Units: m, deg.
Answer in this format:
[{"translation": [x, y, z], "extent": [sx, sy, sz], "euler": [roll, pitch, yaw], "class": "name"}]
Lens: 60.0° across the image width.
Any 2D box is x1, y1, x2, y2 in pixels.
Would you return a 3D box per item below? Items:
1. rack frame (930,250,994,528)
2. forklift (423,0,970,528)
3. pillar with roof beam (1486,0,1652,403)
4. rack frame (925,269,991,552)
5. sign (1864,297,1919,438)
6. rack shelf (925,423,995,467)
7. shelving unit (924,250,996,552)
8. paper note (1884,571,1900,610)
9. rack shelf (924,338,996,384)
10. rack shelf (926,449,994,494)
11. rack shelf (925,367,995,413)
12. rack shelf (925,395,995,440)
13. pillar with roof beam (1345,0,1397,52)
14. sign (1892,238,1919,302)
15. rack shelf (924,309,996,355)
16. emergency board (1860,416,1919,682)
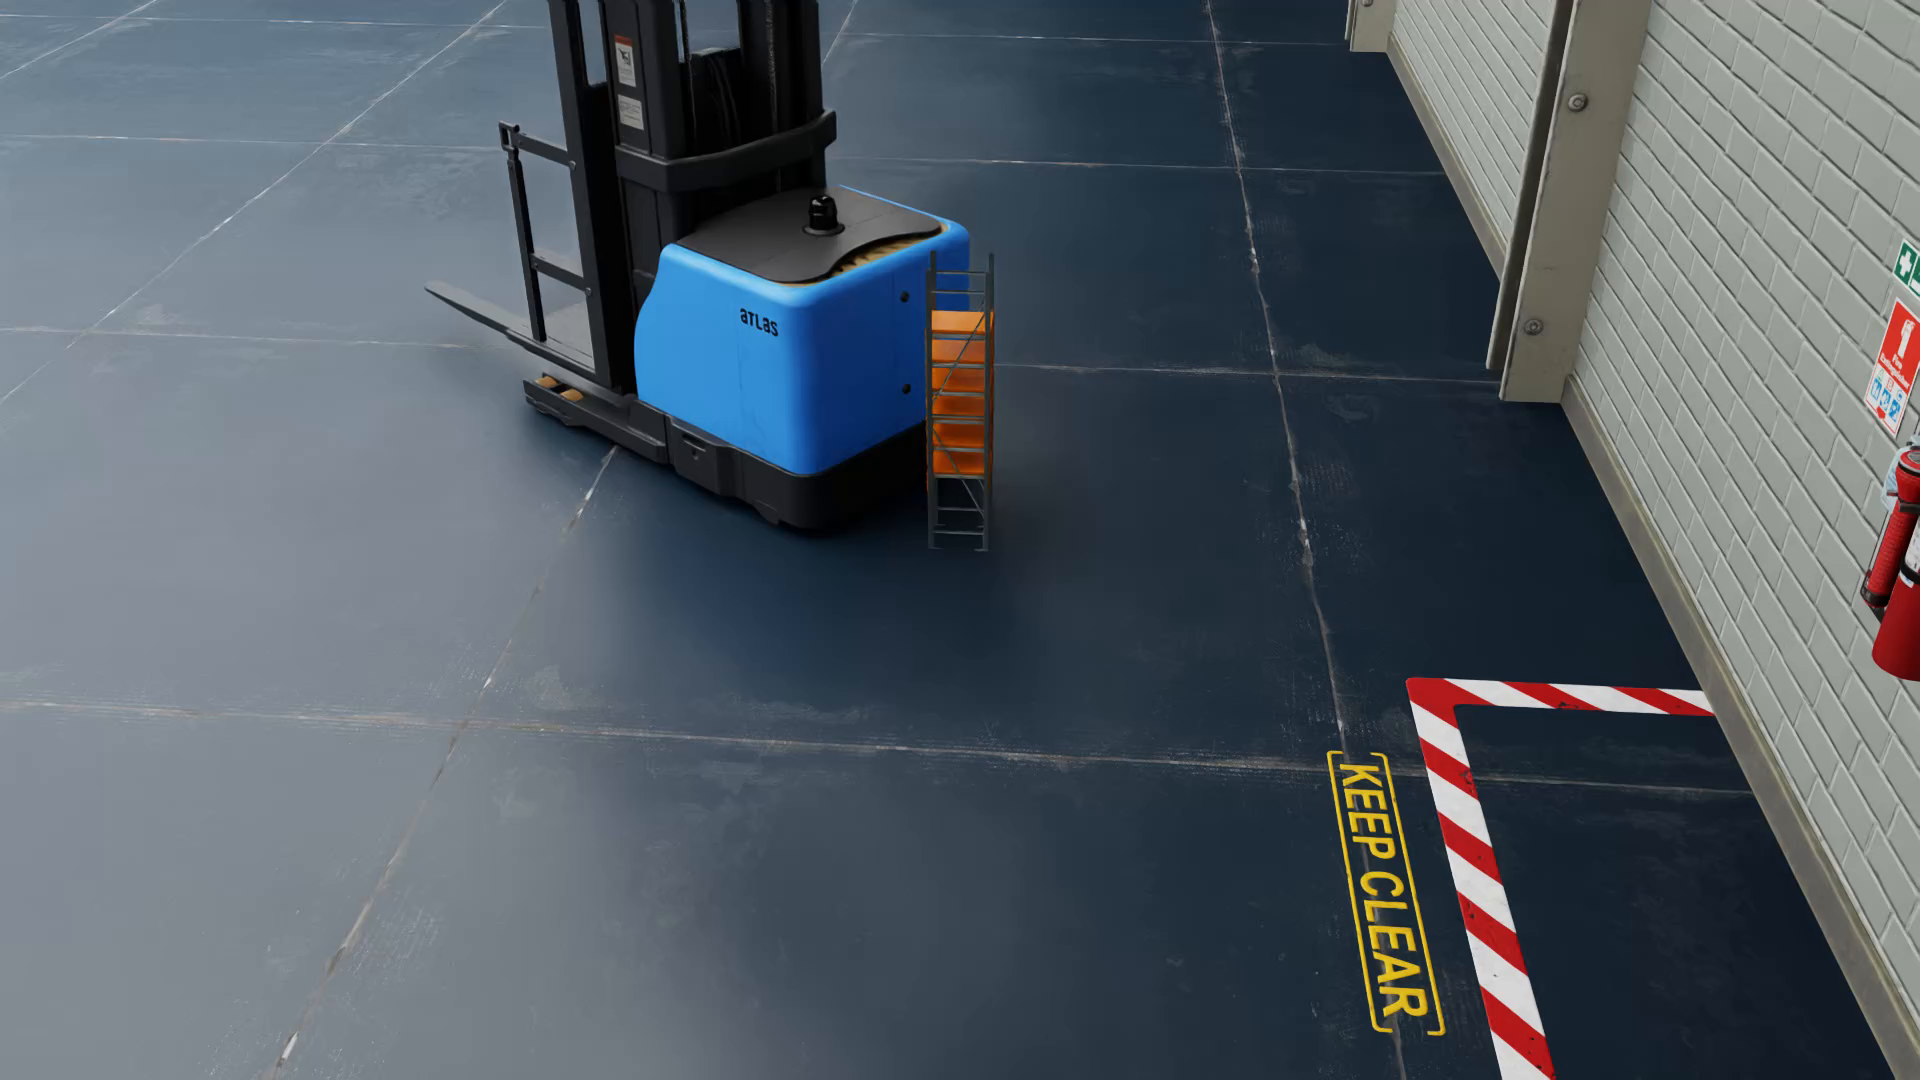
[{"translation": [0.009, -0.566, 6.525], "extent": [0.240, 1.200, 0.006], "euler": [2, 32, 4], "class": "rack frame"}, {"translation": [-1.374, -1.947, 7.116], "extent": [3.031, 2.935, 1.130], "euler": [25, 40, 35], "class": "forklift"}, {"translation": [-1.579, -4.766, 5.907], "extent": [9.100, 9.000, 0.400], "euler": [2, 32, 4], "class": "pillar with roof beam"}, {"translation": [-0.006, -0.471, 6.370], "extent": [0.240, 1.200, 0.006], "euler": [2, 32, 4], "class": "rack frame"}, {"translation": [2.610, -0.481, 4.638], "extent": [0.001, 0.329, 0.234], "euler": [2, 32, 4], "class": "sign"}, {"translation": [0.001, -0.378, 6.534], "extent": [0.258, 0.103, 0.180], "euler": [2, 32, 4], "class": "rack shelf"}, {"translation": [0.001, -0.518, 6.447], "extent": [0.258, 1.200, 0.189], "euler": [2, 32, 4], "class": "shelving unit"}, {"translation": [2.546, 0.104, 4.562], "extent": [0.016, 0.148, 0.142], "euler": [2, 32, 4], "class": "paper note"}, {"translation": [0.001, -0.685, 6.345], "extent": [0.258, 0.103, 0.180], "euler": [2, 32, 4], "class": "rack shelf"}, {"translation": [0.001, -0.276, 6.597], "extent": [0.258, 0.103, 0.180], "euler": [2, 32, 4], "class": "rack shelf"}, {"translation": [0.001, -0.583, 6.408], "extent": [0.258, 0.103, 0.180], "euler": [2, 32, 4], "class": "rack shelf"}, {"translation": [0.001, -0.481, 6.471], "extent": [0.258, 0.103, 0.180], "euler": [2, 32, 4], "class": "rack shelf"}, {"translation": [-1.090, -7.904, 10.998], "extent": [9.100, 9.000, 0.400], "euler": [2, 32, 4], "class": "pillar with roof beam"}, {"translation": [2.601, -0.705, 4.496], "extent": [0.001, 0.109, 0.331], "euler": [2, 32, 4], "class": "sign"}, {"translation": [0.001, -0.787, 6.282], "extent": [0.258, 0.103, 0.180], "euler": [2, 32, 4], "class": "rack shelf"}, {"translation": [2.463, -0.182, 4.186], "extent": [0.194, 1.169, 0.643], "euler": [2, 32, 4], "class": "emergency board"}]
